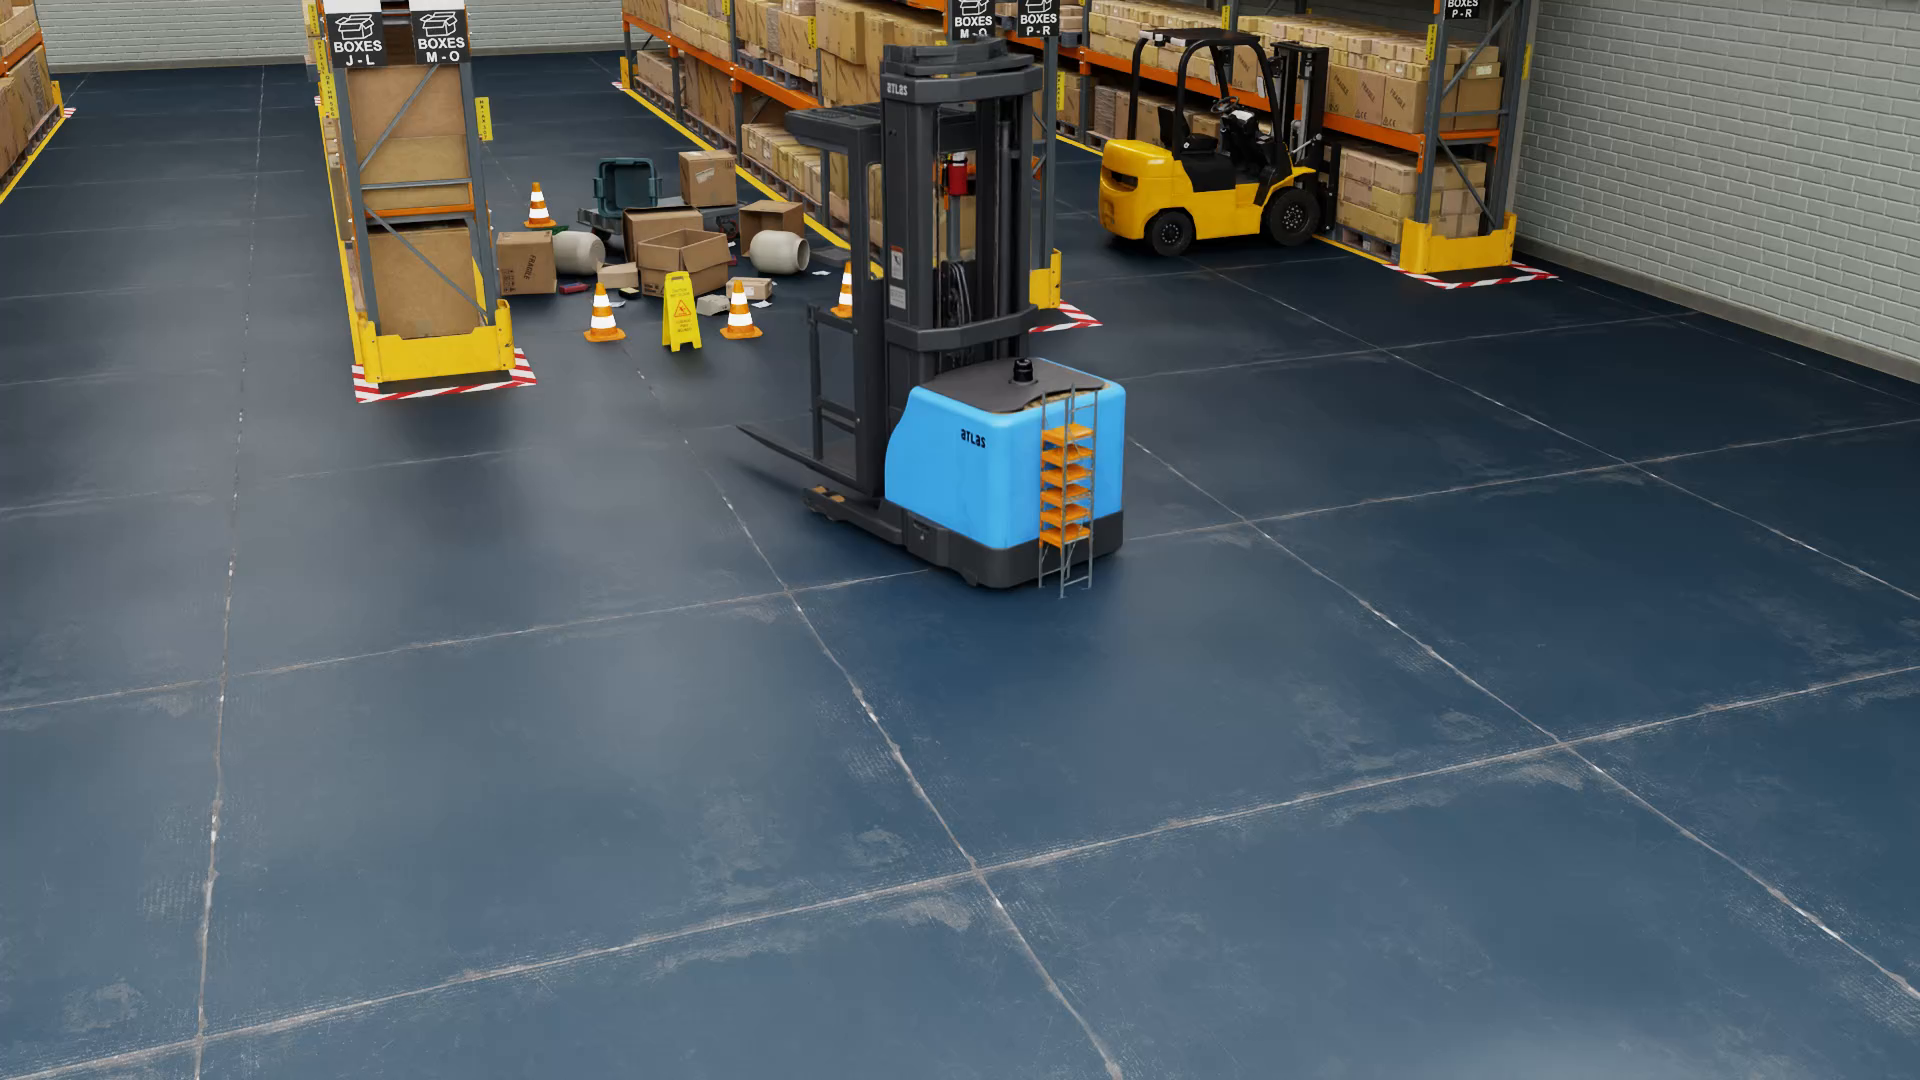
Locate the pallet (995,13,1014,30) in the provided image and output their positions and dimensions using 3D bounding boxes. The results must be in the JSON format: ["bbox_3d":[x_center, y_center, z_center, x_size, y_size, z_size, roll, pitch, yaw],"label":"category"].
[{"bbox_3d":[0.947,-8.135,25.937,1.003,0.211,1.213,-8,24,-19],"label":"pallet"}]

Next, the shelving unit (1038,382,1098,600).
[{"bbox_3d":[0.605,-0.271,9.349,0.258,1.200,0.189,-18,29,-36],"label":"shelving unit"}]

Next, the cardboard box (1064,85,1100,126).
[{"bbox_3d":[1.829,-6.242,23.874,0.500,0.500,0.500,-8,24,-17],"label":"cardboard box"}]

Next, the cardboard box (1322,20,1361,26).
[{"bbox_3d":[4.291,-5.756,18.699,0.380,0.149,0.250,-9,24,-20],"label":"cardboard box"}]

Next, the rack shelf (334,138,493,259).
[{"bbox_3d":[-4.938,-3.166,14.826,1.077,0.370,4.000,-8,24,-19],"label":"rack shelf"}]

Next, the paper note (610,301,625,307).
[{"bbox_3d":[-3.182,-2.189,15.407,0.144,0.017,0.142,0,23,-1],"label":"paper note"}]

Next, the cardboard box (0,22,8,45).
[{"bbox_3d":[-13.068,-6.762,22.241,0.500,0.250,0.500,-9,24,-20],"label":"cardboard box"}]

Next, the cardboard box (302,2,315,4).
[{"bbox_3d":[-8.658,-7.176,22.431,0.380,0.149,0.250,-8,24,-18],"label":"cardboard box"}]

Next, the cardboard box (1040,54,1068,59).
[{"bbox_3d":[1.474,-7.504,26.035,0.380,0.149,0.250,-10,25,-22],"label":"cardboard box"}]

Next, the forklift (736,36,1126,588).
[{"bbox_3d":[-0.347,-1.577,10.219,1.130,2.935,3.031,-18,29,-36],"label":"forklift"}]

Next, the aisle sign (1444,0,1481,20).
[{"bbox_3d":[4.754,-5.303,15.622,0.394,0.787,0.004,-8,24,-19],"label":"aisle sign"}]

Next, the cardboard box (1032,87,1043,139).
[{"bbox_3d":[0.456,-3.880,15.082,0.500,0.500,0.500,-9,24,-20],"label":"cardboard box"}]

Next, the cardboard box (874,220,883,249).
[{"bbox_3d":[-0.539,-3.049,16.620,0.500,0.250,0.500,-9,25,-21],"label":"cardboard box"}]

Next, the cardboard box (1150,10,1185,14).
[{"bbox_3d":[2.665,-6.716,21.358,0.380,0.149,0.250,-8,24,-19],"label":"cardboard box"}]

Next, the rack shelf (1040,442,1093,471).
[{"bbox_3d":[0.605,-0.452,9.273,0.258,0.103,0.180,-18,29,-36],"label":"rack shelf"}]

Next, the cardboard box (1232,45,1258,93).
[{"bbox_3d":[3.505,-5.471,19.241,0.500,0.500,0.500,-9,24,-20],"label":"cardboard box"}]

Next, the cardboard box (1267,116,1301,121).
[{"bbox_3d":[3.948,-4.857,19.625,0.500,0.250,0.500,-8,24,-18],"label":"cardboard box"}]

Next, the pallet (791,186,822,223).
[{"bbox_3d":[-1.326,-3.938,19.321,1.003,0.211,1.213,-8,24,-19],"label":"pallet"}]

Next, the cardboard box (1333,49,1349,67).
[{"bbox_3d":[4.145,-5.064,17.439,0.380,0.149,0.250,-8,24,-19],"label":"cardboard box"}]

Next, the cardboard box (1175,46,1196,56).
[{"bbox_3d":[2.992,-6.113,20.441,0.500,0.250,0.500,-9,24,-20],"label":"cardboard box"}]

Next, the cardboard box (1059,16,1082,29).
[{"bbox_3d":[1.589,-7.340,23.584,0.380,0.149,0.250,-8,24,-18],"label":"cardboard box"}]

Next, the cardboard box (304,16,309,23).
[{"bbox_3d":[-7.937,-6.428,20.655,0.380,0.149,0.250,-8,24,-17],"label":"cardboard box"}]

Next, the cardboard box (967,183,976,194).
[{"bbox_3d":[0.328,-3.098,15.773,0.500,0.500,0.500,-9,25,-21],"label":"cardboard box"}]

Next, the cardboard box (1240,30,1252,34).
[{"bbox_3d":[3.459,-5.815,19.222,0.380,0.149,0.250,-9,24,-20],"label":"cardboard box"}]

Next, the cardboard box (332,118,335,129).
[{"bbox_3d":[-6.079,-4.423,16.753,0.500,0.500,0.500,-8,24,-19],"label":"cardboard box"}]

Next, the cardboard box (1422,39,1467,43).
[{"bbox_3d":[4.920,-4.996,16.895,0.380,0.149,0.250,-8,24,-18],"label":"cardboard box"}]

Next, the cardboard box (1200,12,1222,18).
[{"bbox_3d":[3.268,-6.595,21.071,0.380,0.149,0.250,-9,24,-19],"label":"cardboard box"}]

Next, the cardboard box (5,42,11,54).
[{"bbox_3d":[-13.033,-6.620,22.418,0.380,0.149,0.250,-9,25,-21],"label":"cardboard box"}]

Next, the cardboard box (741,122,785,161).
[{"bbox_3d":[-2.272,-5.169,21.495,0.950,0.372,0.625,-10,25,-23],"label":"cardboard box"}]

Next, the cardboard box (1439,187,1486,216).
[{"bbox_3d":[5.034,-3.525,17.108,0.500,0.250,0.500,-8,24,-18],"label":"cardboard box"}]

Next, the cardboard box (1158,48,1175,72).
[{"bbox_3d":[2.841,-6.067,20.976,0.500,0.250,0.500,-8,24,-19],"label":"cardboard box"}]

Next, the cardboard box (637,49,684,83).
[{"bbox_3d":[-4.962,-8.087,28.333,0.875,0.438,0.875,-9,25,-21],"label":"cardboard box"}]

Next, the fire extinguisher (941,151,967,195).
[{"bbox_3d":[-0.027,-3.346,14.427,0.296,0.674,0.183,-8,24,-19],"label":"fire extinguisher"}]

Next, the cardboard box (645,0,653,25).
[{"bbox_3d":[-4.657,-8.393,26.173,0.500,0.500,0.500,-9,24,-20],"label":"cardboard box"}]

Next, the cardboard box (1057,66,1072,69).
[{"bbox_3d":[1.452,-6.950,24.721,0.380,0.149,0.250,-9,24,-20],"label":"cardboard box"}]

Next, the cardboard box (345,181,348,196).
[{"bbox_3d":[-5.166,-2.873,15.400,0.875,0.875,0.875,-8,24,-19],"label":"cardboard box"}]

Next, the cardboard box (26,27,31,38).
[{"bbox_3d":[-13.764,-7.370,24.196,0.380,0.149,0.250,-9,24,-20],"label":"cardboard box"}]

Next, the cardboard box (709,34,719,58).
[{"bbox_3d":[-3.079,-6.656,22.373,0.500,0.250,0.500,-8,24,-18],"label":"cardboard box"}]

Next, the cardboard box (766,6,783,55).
[{"bbox_3d":[-1.966,-6.012,19.599,0.500,0.500,0.500,-9,25,-21],"label":"cardboard box"}]

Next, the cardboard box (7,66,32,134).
[{"bbox_3d":[-13.305,-5.952,22.705,0.875,0.875,0.875,-8,24,-19],"label":"cardboard box"}]

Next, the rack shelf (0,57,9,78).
[{"bbox_3d":[-12.440,-5.429,20.195,1.077,0.370,4.000,-8,24,-19],"label":"rack shelf"}]

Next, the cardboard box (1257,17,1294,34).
[{"bbox_3d":[3.621,-5.868,18.963,0.380,0.149,0.250,-8,24,-18],"label":"cardboard box"}]

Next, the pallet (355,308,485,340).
[{"bbox_3d":[-4.587,-1.765,14.167,1.003,0.211,1.213,-8,24,-19],"label":"pallet"}]

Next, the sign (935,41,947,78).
[{"bbox_3d":[-0.163,-4.097,14.211,0.100,0.325,0.005,-8,24,-19],"label":"sign"}]

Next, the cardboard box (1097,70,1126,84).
[{"bbox_3d":[2.218,-6.749,24.243,0.380,0.149,0.250,-8,24,-17],"label":"cardboard box"}]

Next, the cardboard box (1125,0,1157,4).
[{"bbox_3d":[2.484,-7.330,22.816,0.380,0.149,0.250,-8,24,-17],"label":"cardboard box"}]

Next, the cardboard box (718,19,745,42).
[{"bbox_3d":[-2.871,-6.696,21.824,0.500,0.250,0.500,-8,24,-19],"label":"cardboard box"}]

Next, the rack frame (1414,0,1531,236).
[{"bbox_3d":[5.006,-4.169,16.279,1.000,3.000,0.127,-8,24,-19],"label":"rack frame"}]

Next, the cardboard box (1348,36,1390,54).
[{"bbox_3d":[4.234,-5.109,17.163,0.380,0.149,0.250,-8,24,-18],"label":"cardboard box"}]

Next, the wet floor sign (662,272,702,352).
[{"bbox_3d":[-2.369,-1.947,14.039,0.267,0.644,0.232,-13,26,-28],"label":"wet floor sign"}]

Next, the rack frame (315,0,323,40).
[{"bbox_3d":[-7.058,-5.678,19.858,1.000,3.000,0.127,-8,24,-19],"label":"rack frame"}]

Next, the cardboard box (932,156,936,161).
[{"bbox_3d":[-0.162,-3.554,15.144,0.380,0.149,0.250,-9,24,-20],"label":"cardboard box"}]

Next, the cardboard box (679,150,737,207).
[{"bbox_3d":[-2.704,-3.882,17.842,0.500,0.500,0.500,-8,24,-19],"label":"cardboard box"}]

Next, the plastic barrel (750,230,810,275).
[{"bbox_3d":[-1.782,-2.842,16.448,0.512,0.421,0.421,8,24,18],"label":"plastic barrel"}]

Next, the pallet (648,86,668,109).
[{"bbox_3d":[-4.506,-7.293,27.281,1.003,0.211,1.213,-8,24,-19],"label":"pallet"}]

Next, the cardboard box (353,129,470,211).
[{"bbox_3d":[-4.405,-2.968,13.238,0.875,0.550,0.550,-8,24,-19],"label":"cardboard box"}]

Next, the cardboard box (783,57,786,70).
[{"bbox_3d":[-1.836,-5.540,19.314,0.380,0.149,0.250,-8,24,-19],"label":"cardboard box"}]
